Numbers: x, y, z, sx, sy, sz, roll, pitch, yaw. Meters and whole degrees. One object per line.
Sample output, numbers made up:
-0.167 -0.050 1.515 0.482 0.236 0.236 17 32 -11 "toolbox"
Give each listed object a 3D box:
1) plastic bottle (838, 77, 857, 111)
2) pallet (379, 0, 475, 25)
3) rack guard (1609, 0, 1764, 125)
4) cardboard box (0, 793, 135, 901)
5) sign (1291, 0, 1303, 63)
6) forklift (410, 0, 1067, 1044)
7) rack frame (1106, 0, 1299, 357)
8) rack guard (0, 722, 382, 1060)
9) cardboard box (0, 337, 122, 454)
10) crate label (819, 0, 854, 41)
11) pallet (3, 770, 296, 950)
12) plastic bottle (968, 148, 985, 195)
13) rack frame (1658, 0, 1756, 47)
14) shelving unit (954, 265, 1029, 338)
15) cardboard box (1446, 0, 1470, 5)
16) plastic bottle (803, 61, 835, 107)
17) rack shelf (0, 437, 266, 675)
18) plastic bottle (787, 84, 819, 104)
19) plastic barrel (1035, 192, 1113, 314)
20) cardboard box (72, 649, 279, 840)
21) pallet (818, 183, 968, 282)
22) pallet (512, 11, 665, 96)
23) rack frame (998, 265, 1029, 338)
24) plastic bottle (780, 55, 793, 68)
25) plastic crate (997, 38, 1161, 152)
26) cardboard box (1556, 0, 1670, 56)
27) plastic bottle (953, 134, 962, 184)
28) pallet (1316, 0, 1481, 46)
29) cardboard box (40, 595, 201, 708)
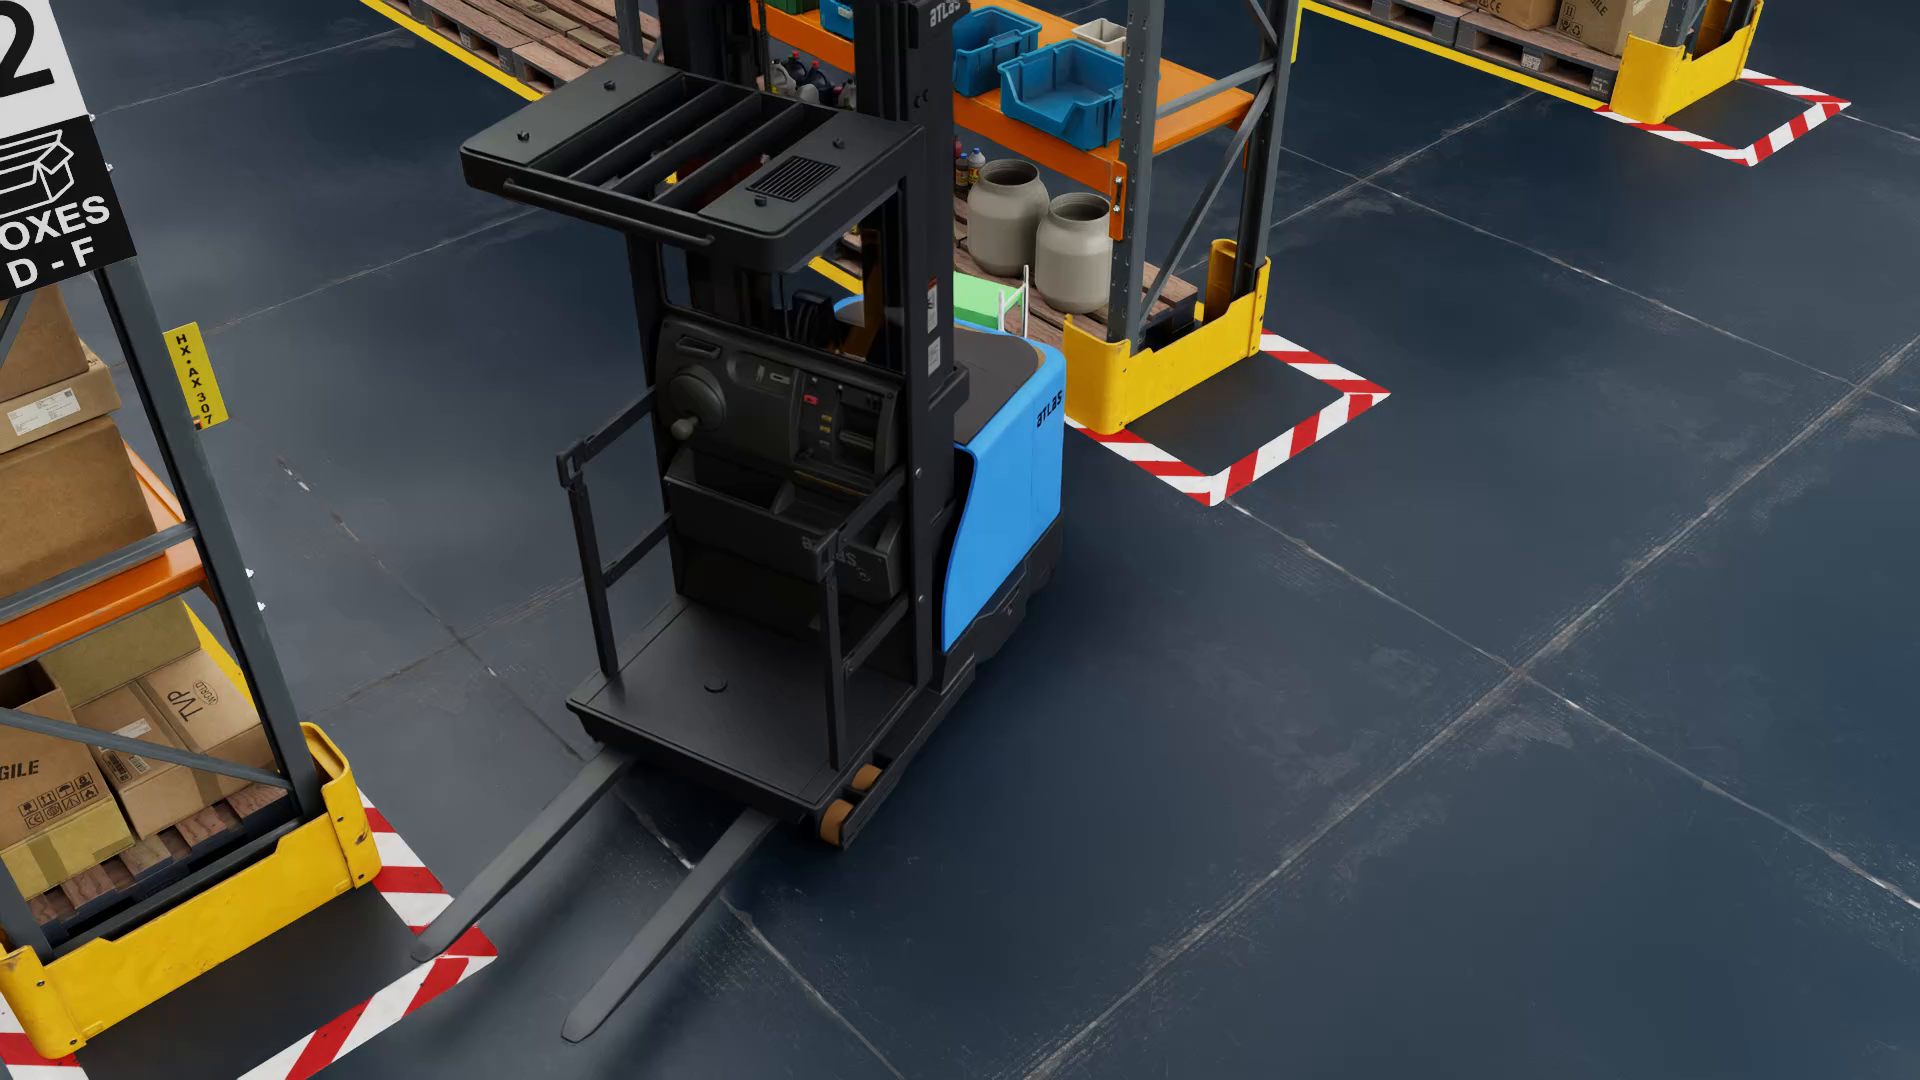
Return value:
-0.621 -2.537 9.762 0.144 0.351 0.185 -30 48 -32 "plastic bottle"
-3.827 -4.201 12.284 1.003 0.211 1.213 -30 48 -32 "pallet"
4.685 -3.126 10.723 1.175 0.500 0.348 -30 48 -32 "rack guard"
-3.143 0.928 5.568 0.500 0.250 0.500 -30 48 -32 "cardboard box"
1.496 -2.298 7.488 0.100 0.325 0.005 -30 48 -32 "sign"
-0.722 -0.382 5.390 1.130 2.935 3.031 19 43 22 "forklift"
1.088 -1.959 7.288 1.000 3.000 0.127 -30 48 -32 "rack frame"
-2.547 1.128 5.455 1.175 0.500 0.348 -30 48 -32 "rack guard"
-2.670 -0.420 4.787 0.380 0.149 0.250 -30 48 -32 "cardboard box"
-0.356 -2.709 8.189 0.502 0.435 0.616 -30 48 -32 "crate label"
-3.111 0.893 5.976 1.003 0.211 1.213 -30 48 -32 "pallet"
0.091 -2.040 9.210 0.097 0.271 0.097 0 39 0 "plastic bottle"
4.736 -4.064 9.894 1.000 3.000 0.127 -30 48 -32 "rack frame"
0.000 -0.649 7.098 0.503 1.200 0.258 19 43 22 "shelving unit"
3.487 -4.110 11.607 0.500 0.500 0.500 -25 45 -28 "cardboard box"
-0.840 -2.686 9.947 0.185 0.351 0.144 32 49 33 "plastic bottle"
-3.916 -0.501 6.056 1.077 0.370 4.000 -30 48 -32 "rack shelf"
-0.932 -2.583 9.878 0.152 0.276 0.135 -30 48 -32 "plastic bottle"
0.587 -1.426 8.275 0.421 0.512 0.421 0 39 0 "plastic barrel"
-2.762 0.708 5.840 0.500 0.250 0.500 -30 48 -32 "cardboard box"
-0.364 -1.832 9.350 1.003 0.211 1.213 -30 48 -32 "pallet"
-2.177 -3.072 10.886 1.003 0.211 1.213 -30 48 -32 "pallet"
0.215 -0.576 7.008 0.015 1.200 0.240 19 43 22 "rack frame"
-1.049 -2.842 10.193 0.061 0.283 0.133 -28 46 -30 "plastic bottle"
0.529 -2.005 7.464 0.499 0.251 0.616 -30 48 -32 "plastic crate"
4.326 -3.551 10.914 0.500 0.500 0.500 -21 44 -24 "cardboard box"
-0.048 -2.157 9.345 0.061 0.283 0.133 -29 47 -31 "plastic bottle"
3.341 -3.969 11.997 1.003 0.211 1.213 -30 48 -32 "pallet"
-3.102 0.186 5.890 0.500 0.500 0.500 -30 48 -32 "cardboard box"
